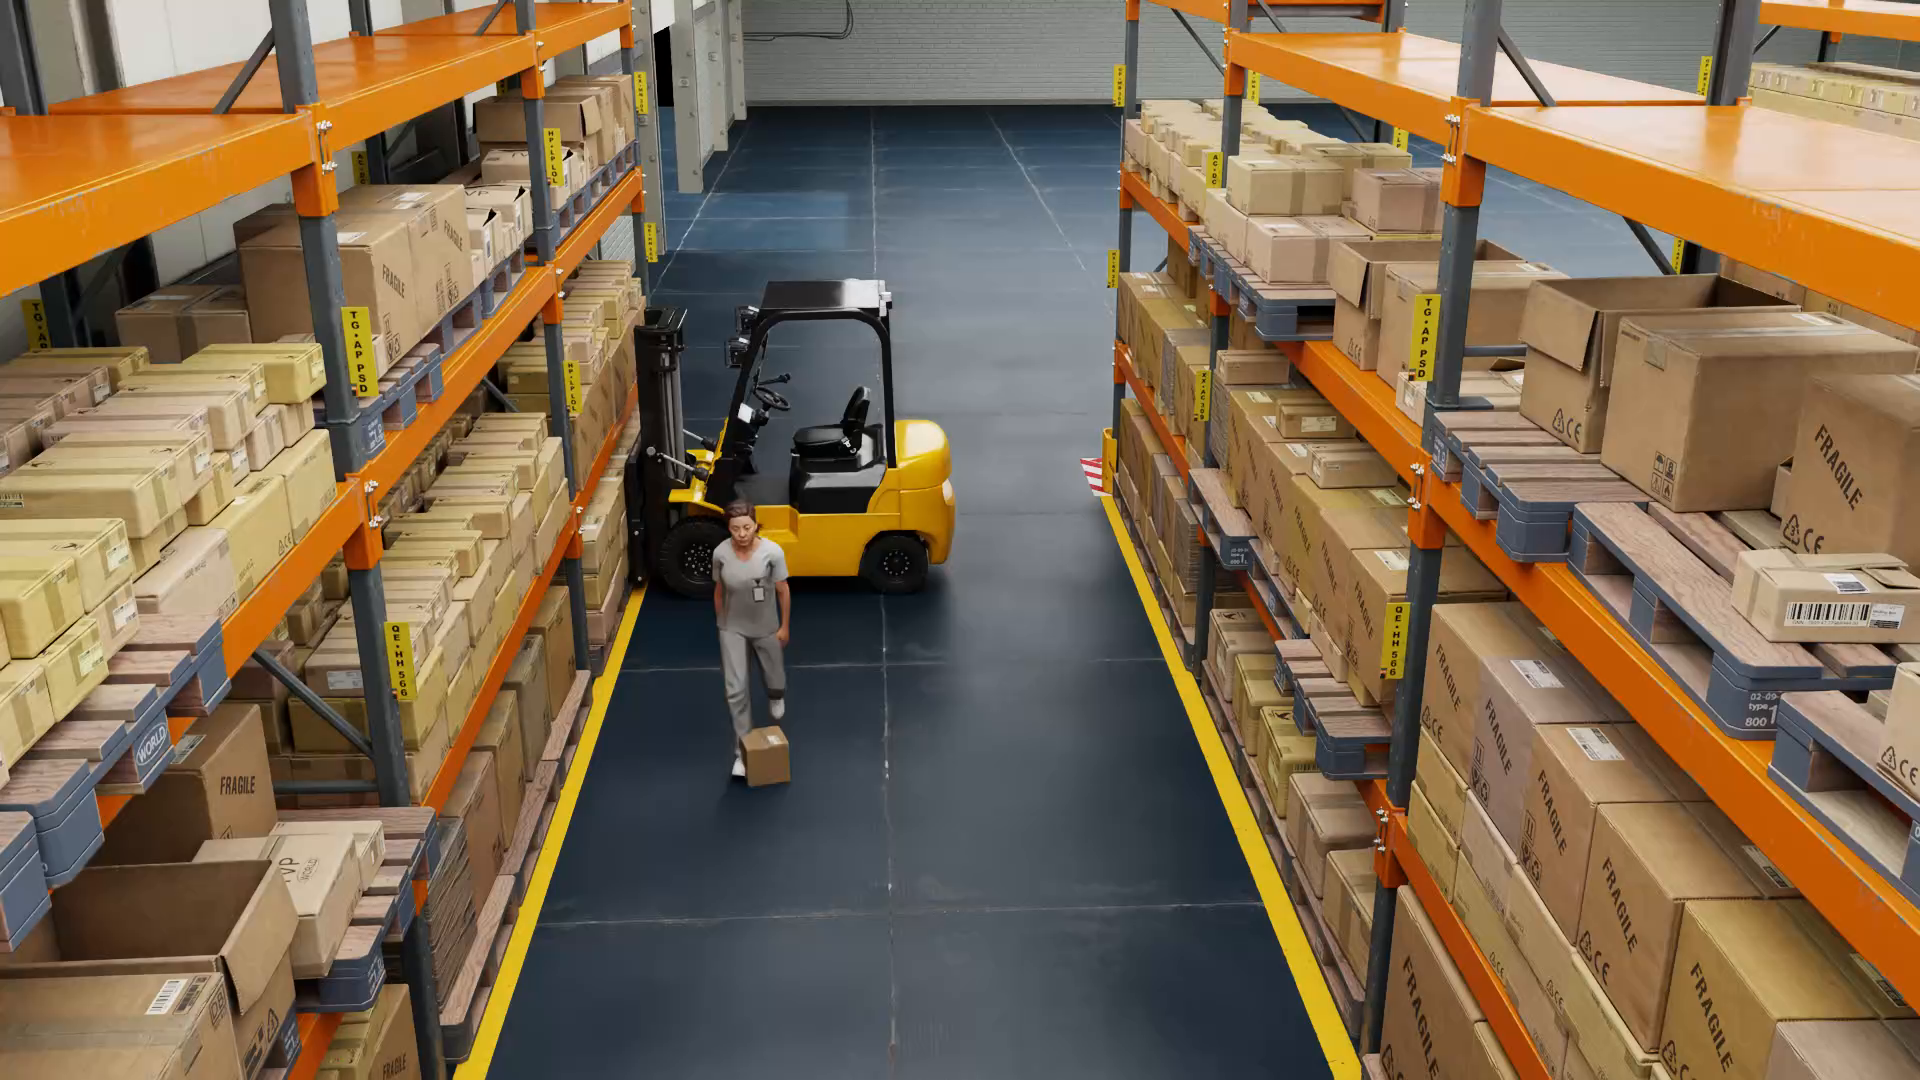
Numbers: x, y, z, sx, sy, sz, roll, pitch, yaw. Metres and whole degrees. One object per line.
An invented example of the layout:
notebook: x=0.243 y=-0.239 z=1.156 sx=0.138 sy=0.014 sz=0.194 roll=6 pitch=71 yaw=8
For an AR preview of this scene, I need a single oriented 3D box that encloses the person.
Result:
person: x=-1.208 y=0.490 z=9.770 sx=0.449 sy=1.642 sz=0.864 roll=0 pitch=20 yaw=-1
